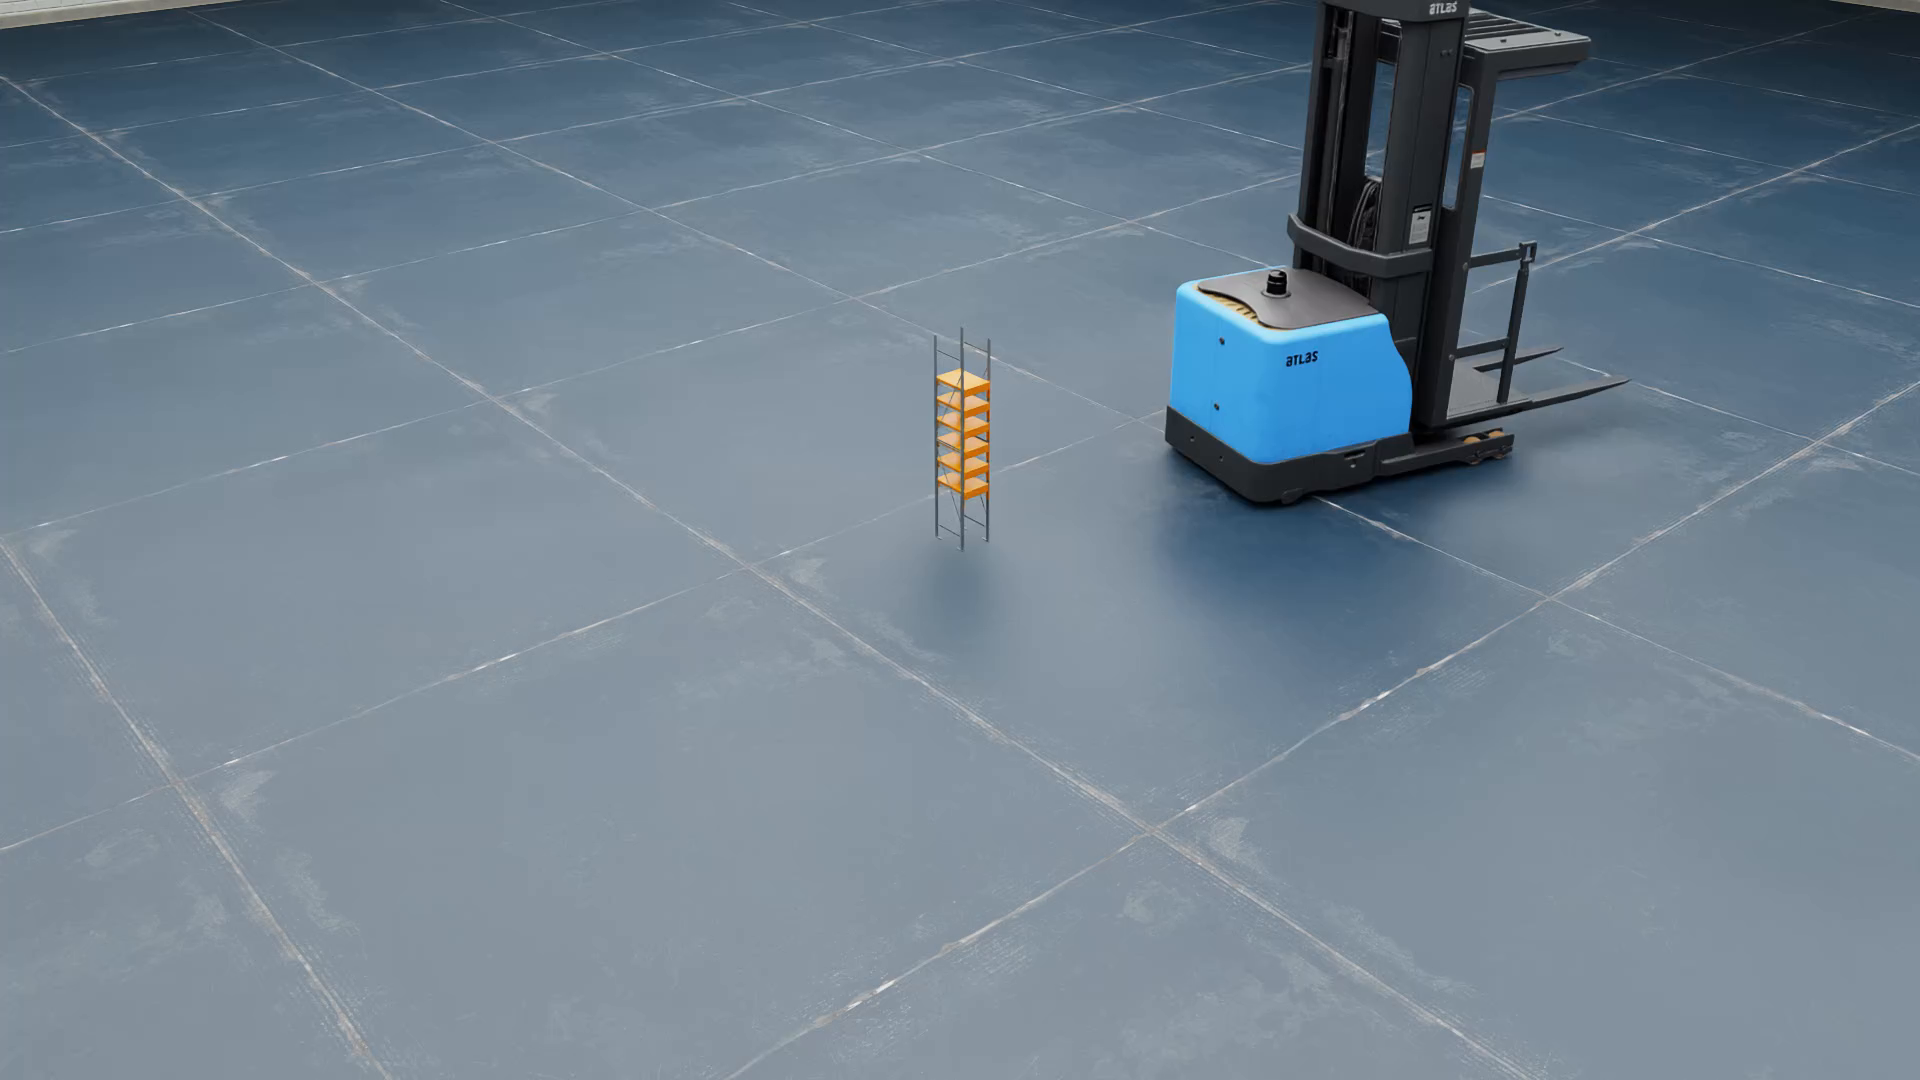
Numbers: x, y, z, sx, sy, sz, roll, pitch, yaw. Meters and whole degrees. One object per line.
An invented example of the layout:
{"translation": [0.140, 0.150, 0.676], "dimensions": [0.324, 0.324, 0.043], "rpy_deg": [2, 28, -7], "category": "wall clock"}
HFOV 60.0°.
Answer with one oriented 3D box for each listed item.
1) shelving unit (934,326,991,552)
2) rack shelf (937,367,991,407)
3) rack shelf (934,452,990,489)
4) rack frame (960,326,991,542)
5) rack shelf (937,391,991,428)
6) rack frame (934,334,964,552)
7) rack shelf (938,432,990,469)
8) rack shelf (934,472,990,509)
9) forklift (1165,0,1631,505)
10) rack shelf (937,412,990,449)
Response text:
{"translation": [0.011, -0.534, 8.975], "dimensions": [0.189, 1.200, 0.258], "rpy_deg": [-22, 35, -35], "category": "shelving unit"}
{"translation": [0.011, -0.812, 8.827], "dimensions": [0.180, 0.103, 0.258], "rpy_deg": [-22, 35, -35], "category": "rack shelf"}
{"translation": [0.011, -0.389, 9.053], "dimensions": [0.180, 0.103, 0.258], "rpy_deg": [-22, 35, -35], "category": "rack shelf"}
{"translation": [0.081, -0.562, 9.028], "dimensions": [0.006, 1.200, 0.240], "rpy_deg": [-22, 35, -35], "category": "rack frame"}
{"translation": [0.011, -0.706, 8.883], "dimensions": [0.180, 0.103, 0.258], "rpy_deg": [-22, 35, -35], "category": "rack shelf"}
{"translation": [-0.059, -0.506, 8.923], "dimensions": [0.006, 1.200, 0.240], "rpy_deg": [-22, 35, -35], "category": "rack frame"}
{"translation": [0.011, -0.494, 8.996], "dimensions": [0.180, 0.103, 0.258], "rpy_deg": [-22, 35, -35], "category": "rack shelf"}
{"translation": [0.011, -0.283, 9.110], "dimensions": [0.180, 0.103, 0.258], "rpy_deg": [-22, 35, -35], "category": "rack shelf"}
{"translation": [2.818, -1.962, 9.811], "dimensions": [3.031, 2.935, 1.130], "rpy_deg": [-13, 31, -23], "category": "forklift"}
{"translation": [0.011, -0.600, 8.940], "dimensions": [0.180, 0.103, 0.258], "rpy_deg": [-22, 35, -35], "category": "rack shelf"}
